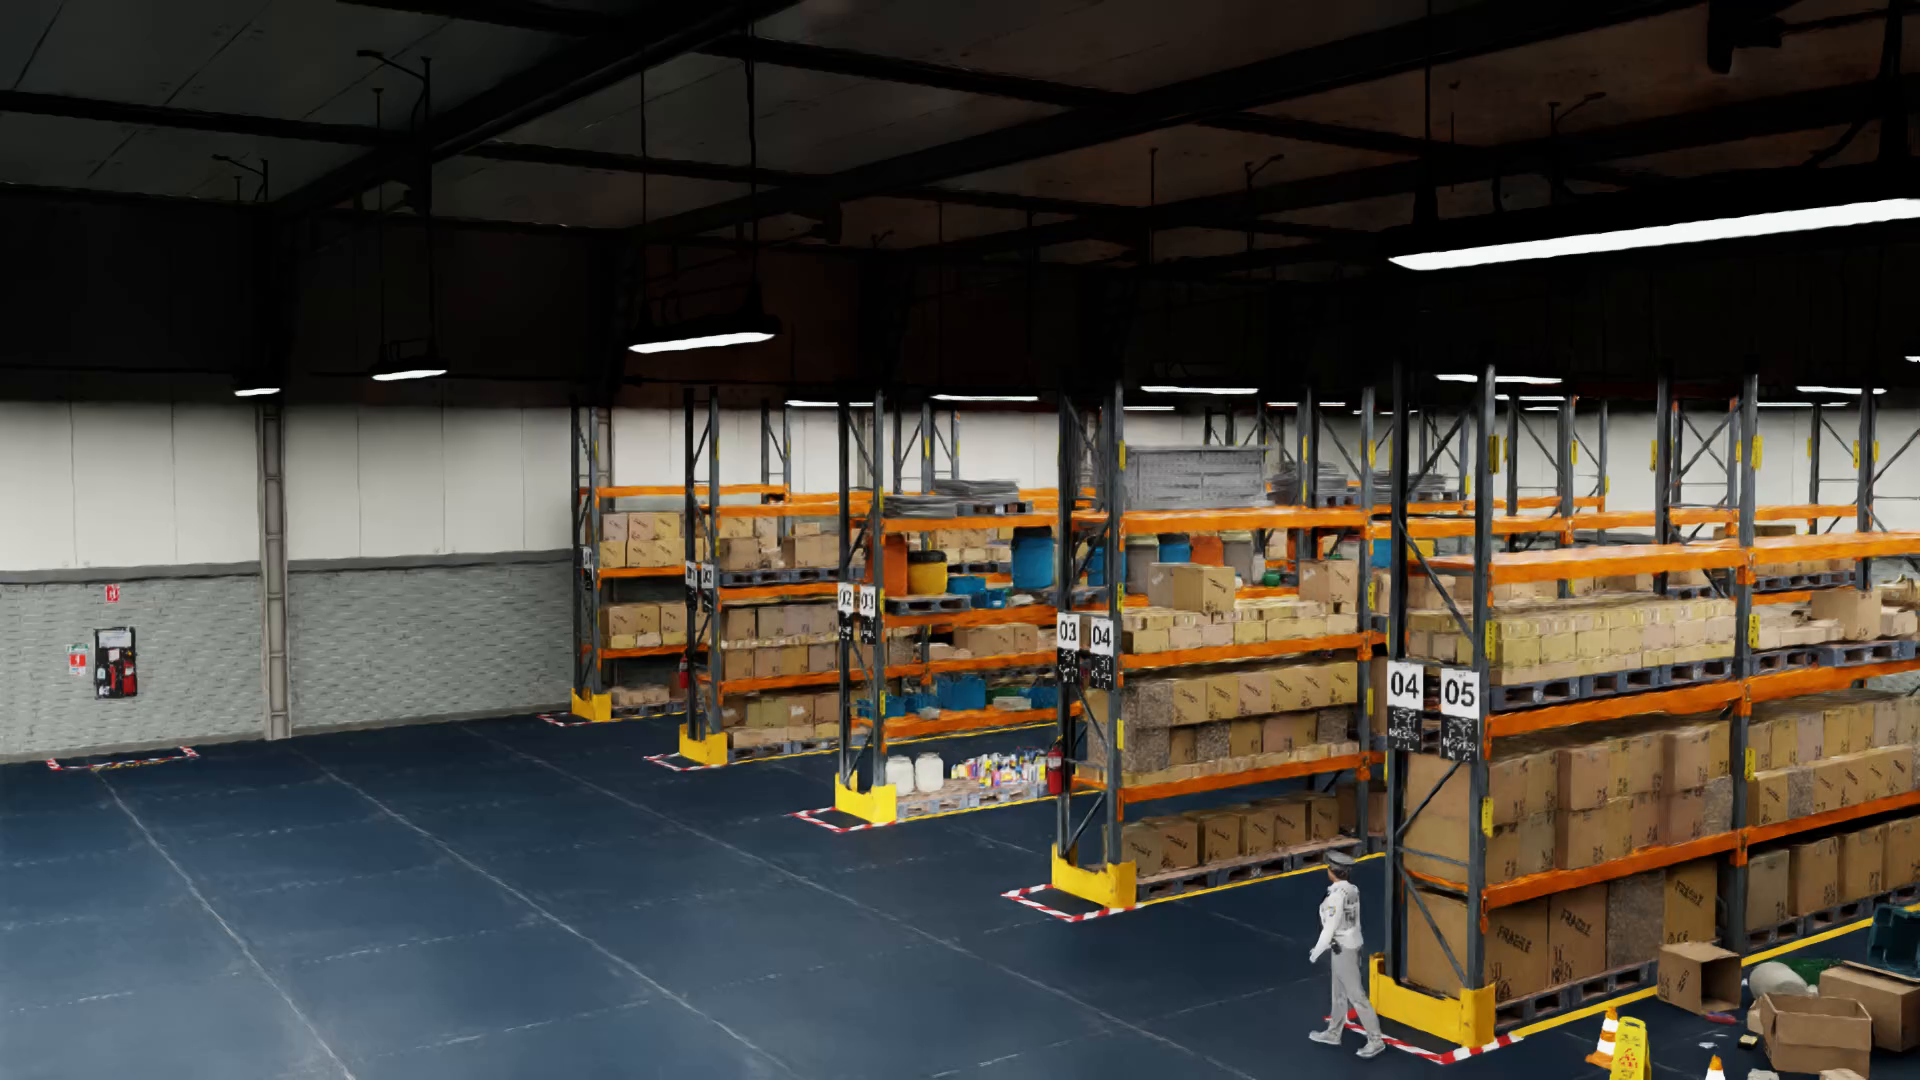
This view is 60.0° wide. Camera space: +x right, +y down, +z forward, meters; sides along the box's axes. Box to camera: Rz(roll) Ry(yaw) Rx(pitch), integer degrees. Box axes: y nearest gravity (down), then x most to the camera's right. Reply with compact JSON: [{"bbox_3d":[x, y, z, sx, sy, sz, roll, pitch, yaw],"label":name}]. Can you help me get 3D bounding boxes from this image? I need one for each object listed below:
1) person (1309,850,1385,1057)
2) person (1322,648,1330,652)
[{"bbox_3d":[3.277,3.488,14.077,0.678,1.657,0.499,2,4,27],"label":"person"},{"bbox_3d":[7.382,2.313,33.137,1.094,1.709,0.593,-2,4,-36],"label":"person"}]
